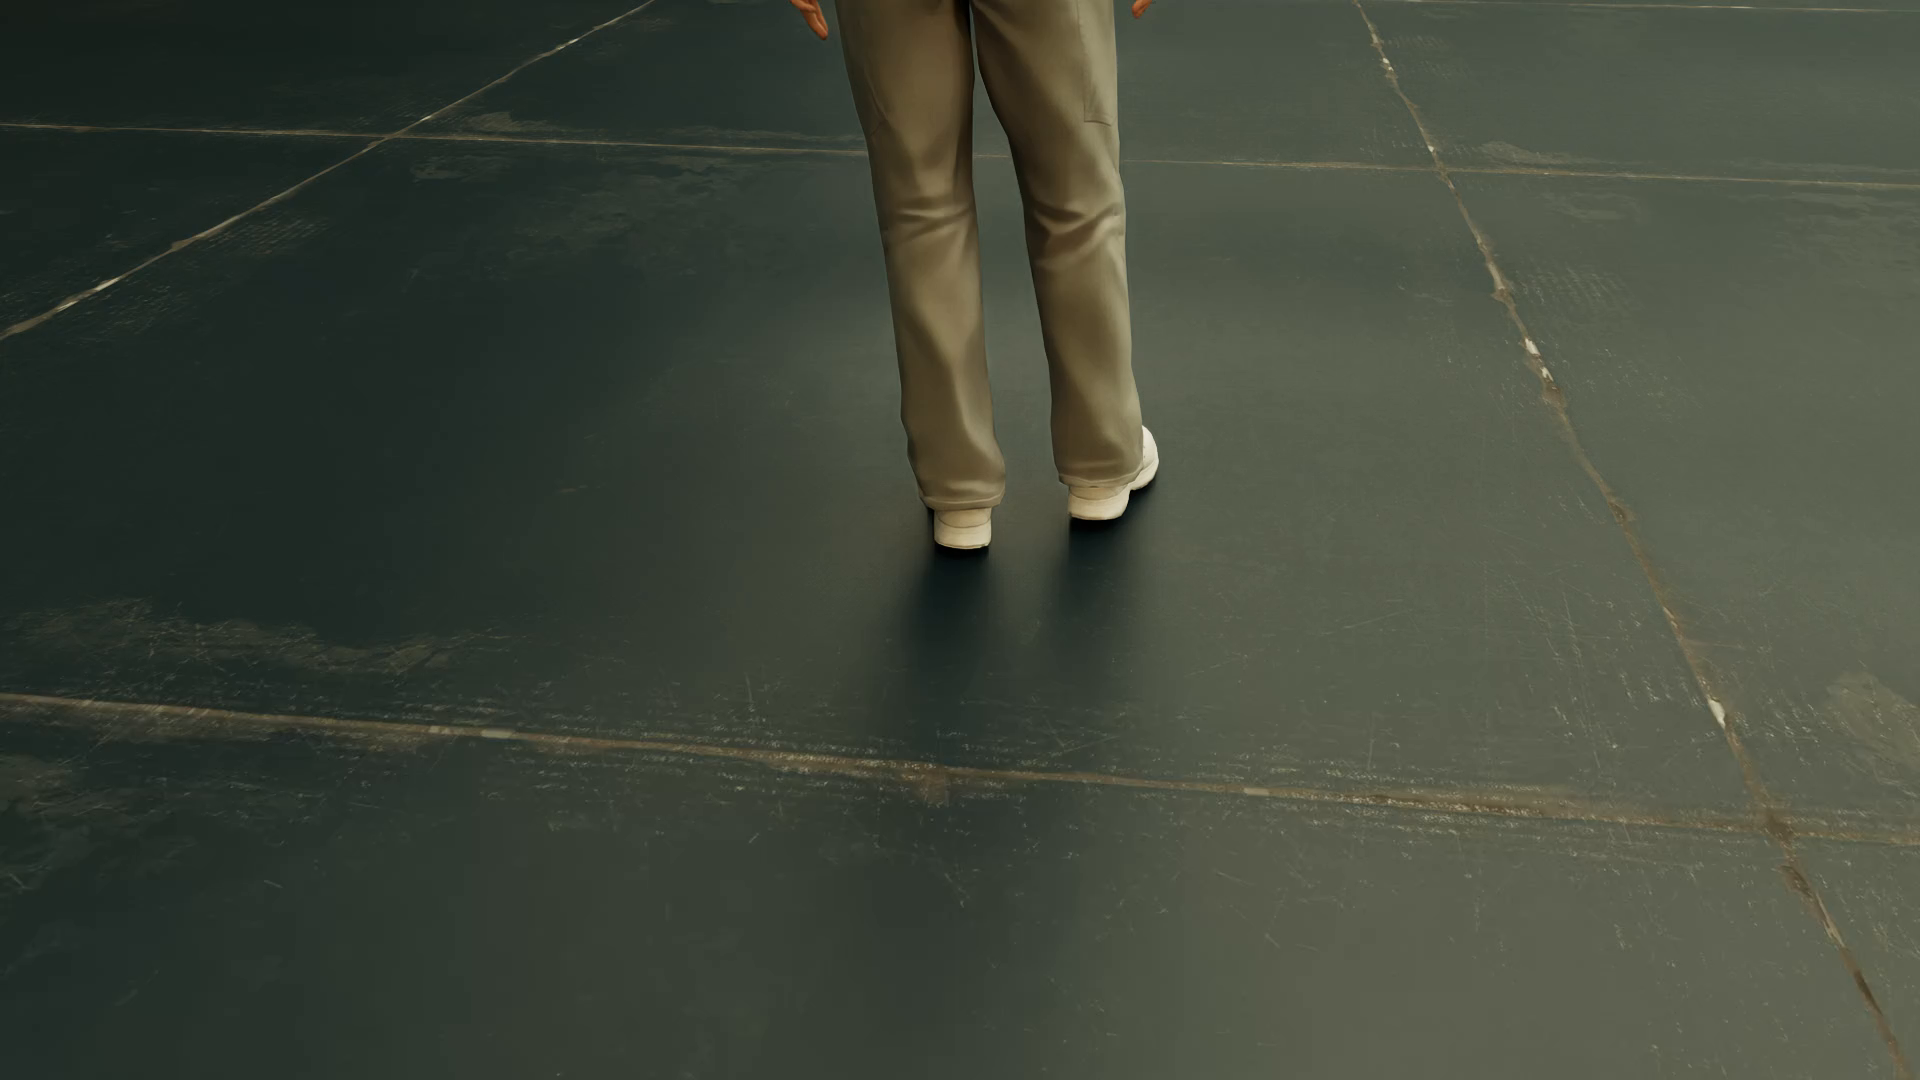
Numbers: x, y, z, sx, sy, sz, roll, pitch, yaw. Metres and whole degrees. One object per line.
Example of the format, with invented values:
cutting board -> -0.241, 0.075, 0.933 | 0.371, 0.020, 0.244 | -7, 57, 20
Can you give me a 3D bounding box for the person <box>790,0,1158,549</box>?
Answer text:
person -> 0.023, -0.783, 2.188 | 0.549, 1.665, 0.549 | 3, 27, 7
